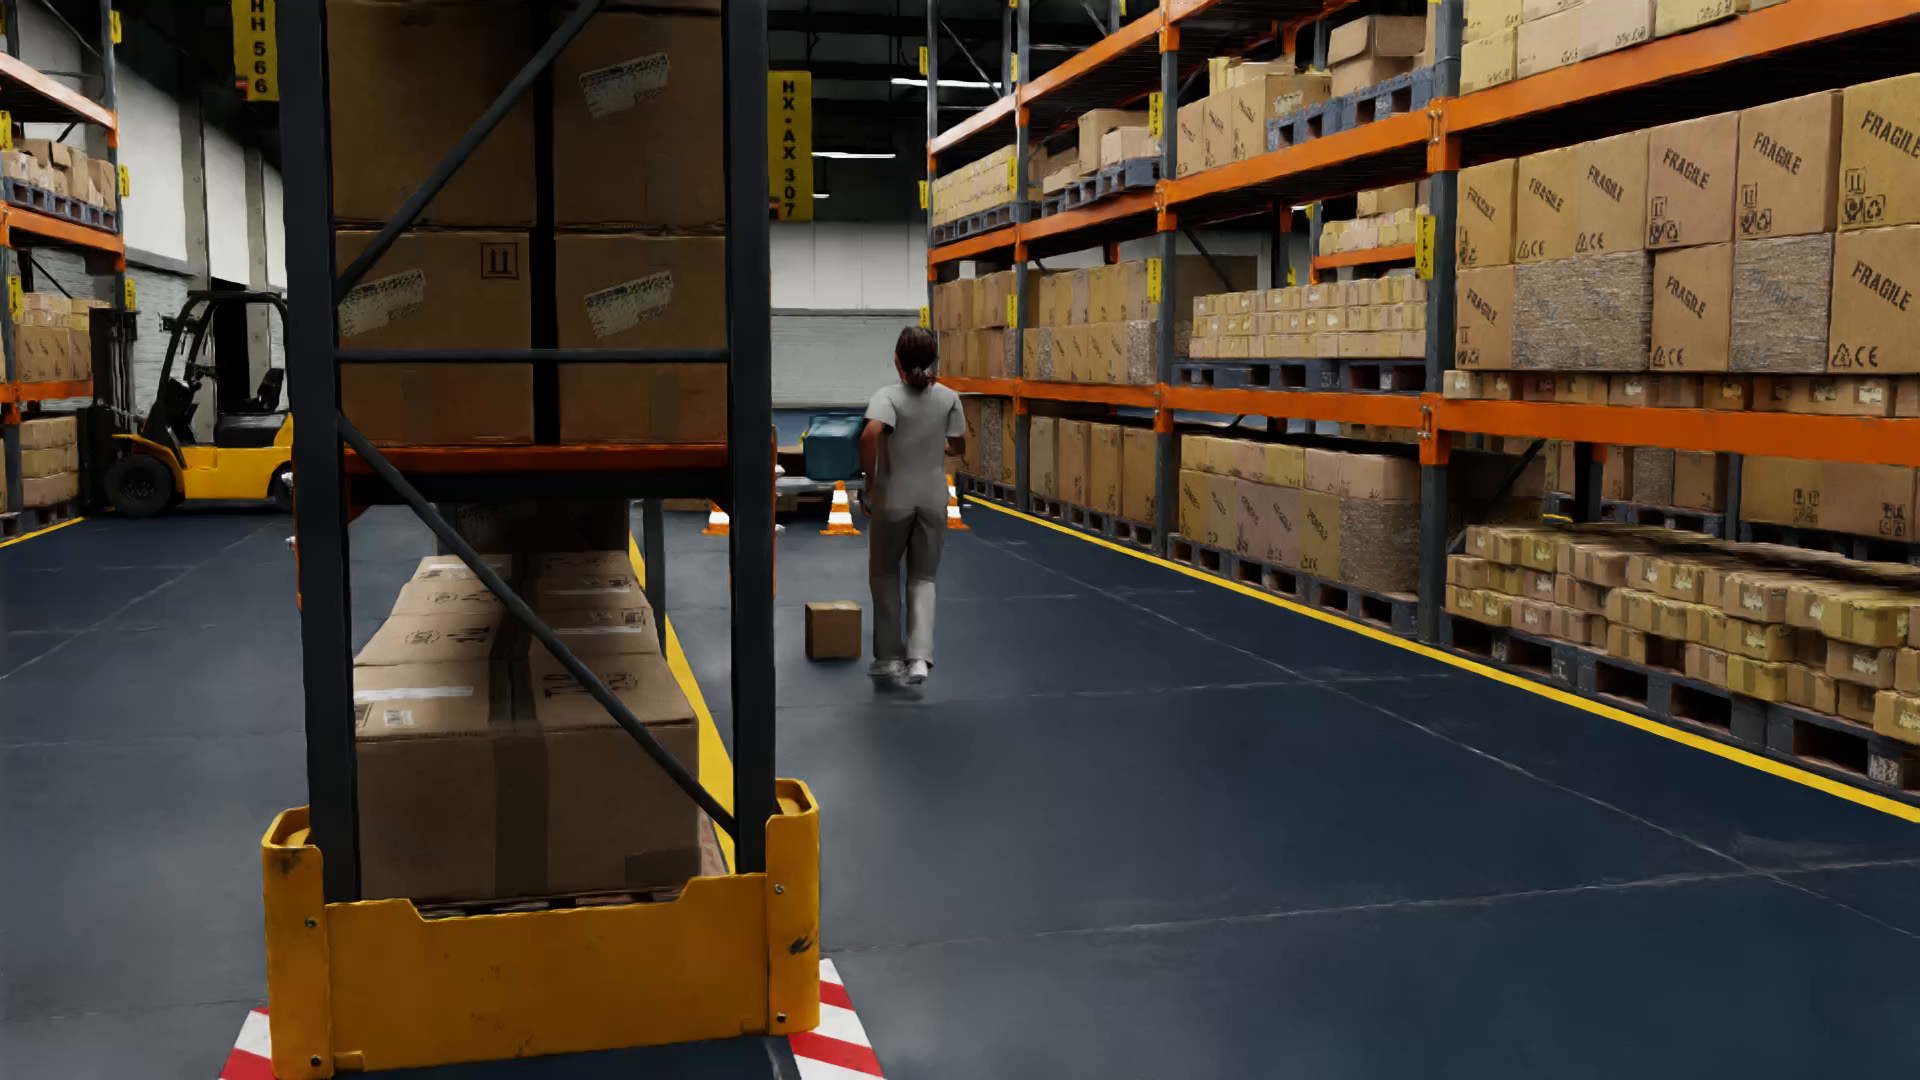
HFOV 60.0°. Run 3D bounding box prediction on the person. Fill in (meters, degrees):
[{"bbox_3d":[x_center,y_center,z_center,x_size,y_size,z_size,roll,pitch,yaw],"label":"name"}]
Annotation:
[{"bbox_3d":[-0.247,-0.144,7.597,0.533,1.655,0.755,-1,6,-12],"label":"person"}]
